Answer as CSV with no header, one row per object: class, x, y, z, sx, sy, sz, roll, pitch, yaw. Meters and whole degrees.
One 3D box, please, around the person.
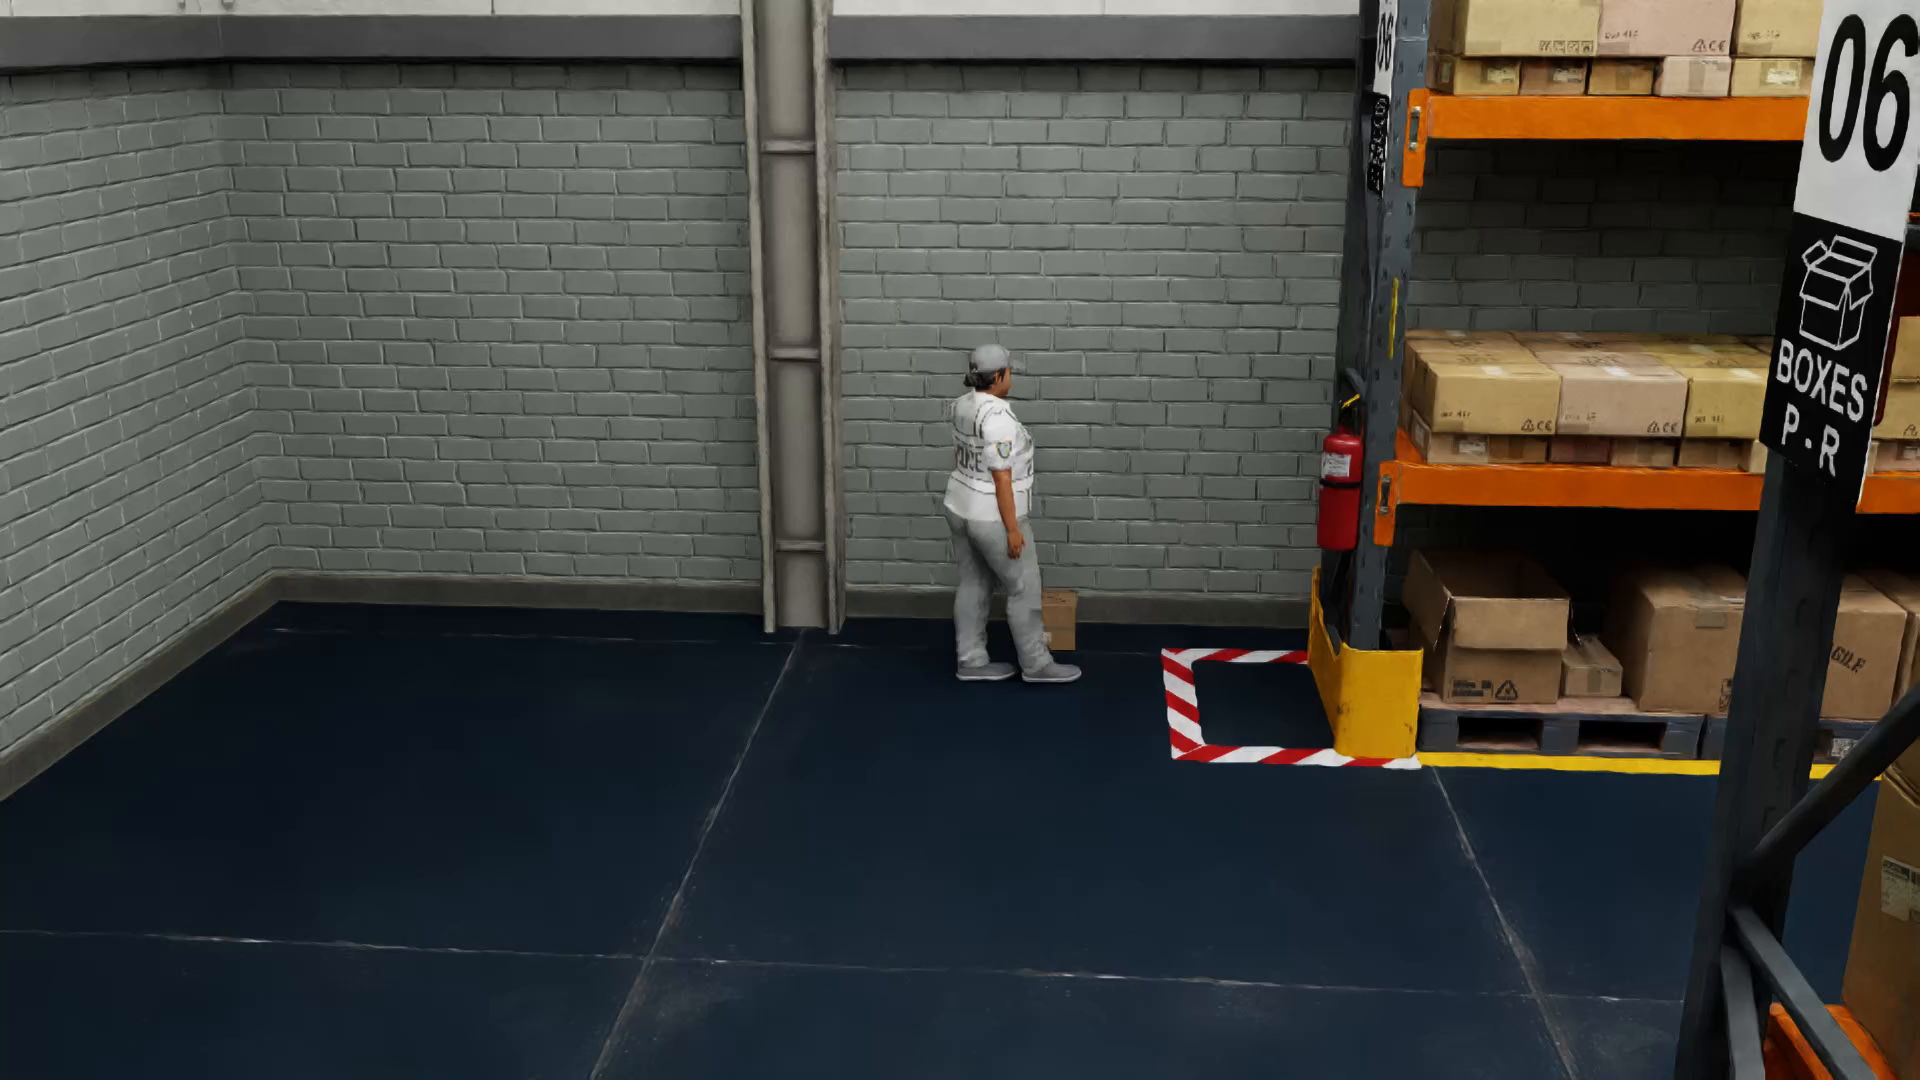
person,0.240,-0.126,7.912,0.600,1.656,0.493,-9,20,-27
